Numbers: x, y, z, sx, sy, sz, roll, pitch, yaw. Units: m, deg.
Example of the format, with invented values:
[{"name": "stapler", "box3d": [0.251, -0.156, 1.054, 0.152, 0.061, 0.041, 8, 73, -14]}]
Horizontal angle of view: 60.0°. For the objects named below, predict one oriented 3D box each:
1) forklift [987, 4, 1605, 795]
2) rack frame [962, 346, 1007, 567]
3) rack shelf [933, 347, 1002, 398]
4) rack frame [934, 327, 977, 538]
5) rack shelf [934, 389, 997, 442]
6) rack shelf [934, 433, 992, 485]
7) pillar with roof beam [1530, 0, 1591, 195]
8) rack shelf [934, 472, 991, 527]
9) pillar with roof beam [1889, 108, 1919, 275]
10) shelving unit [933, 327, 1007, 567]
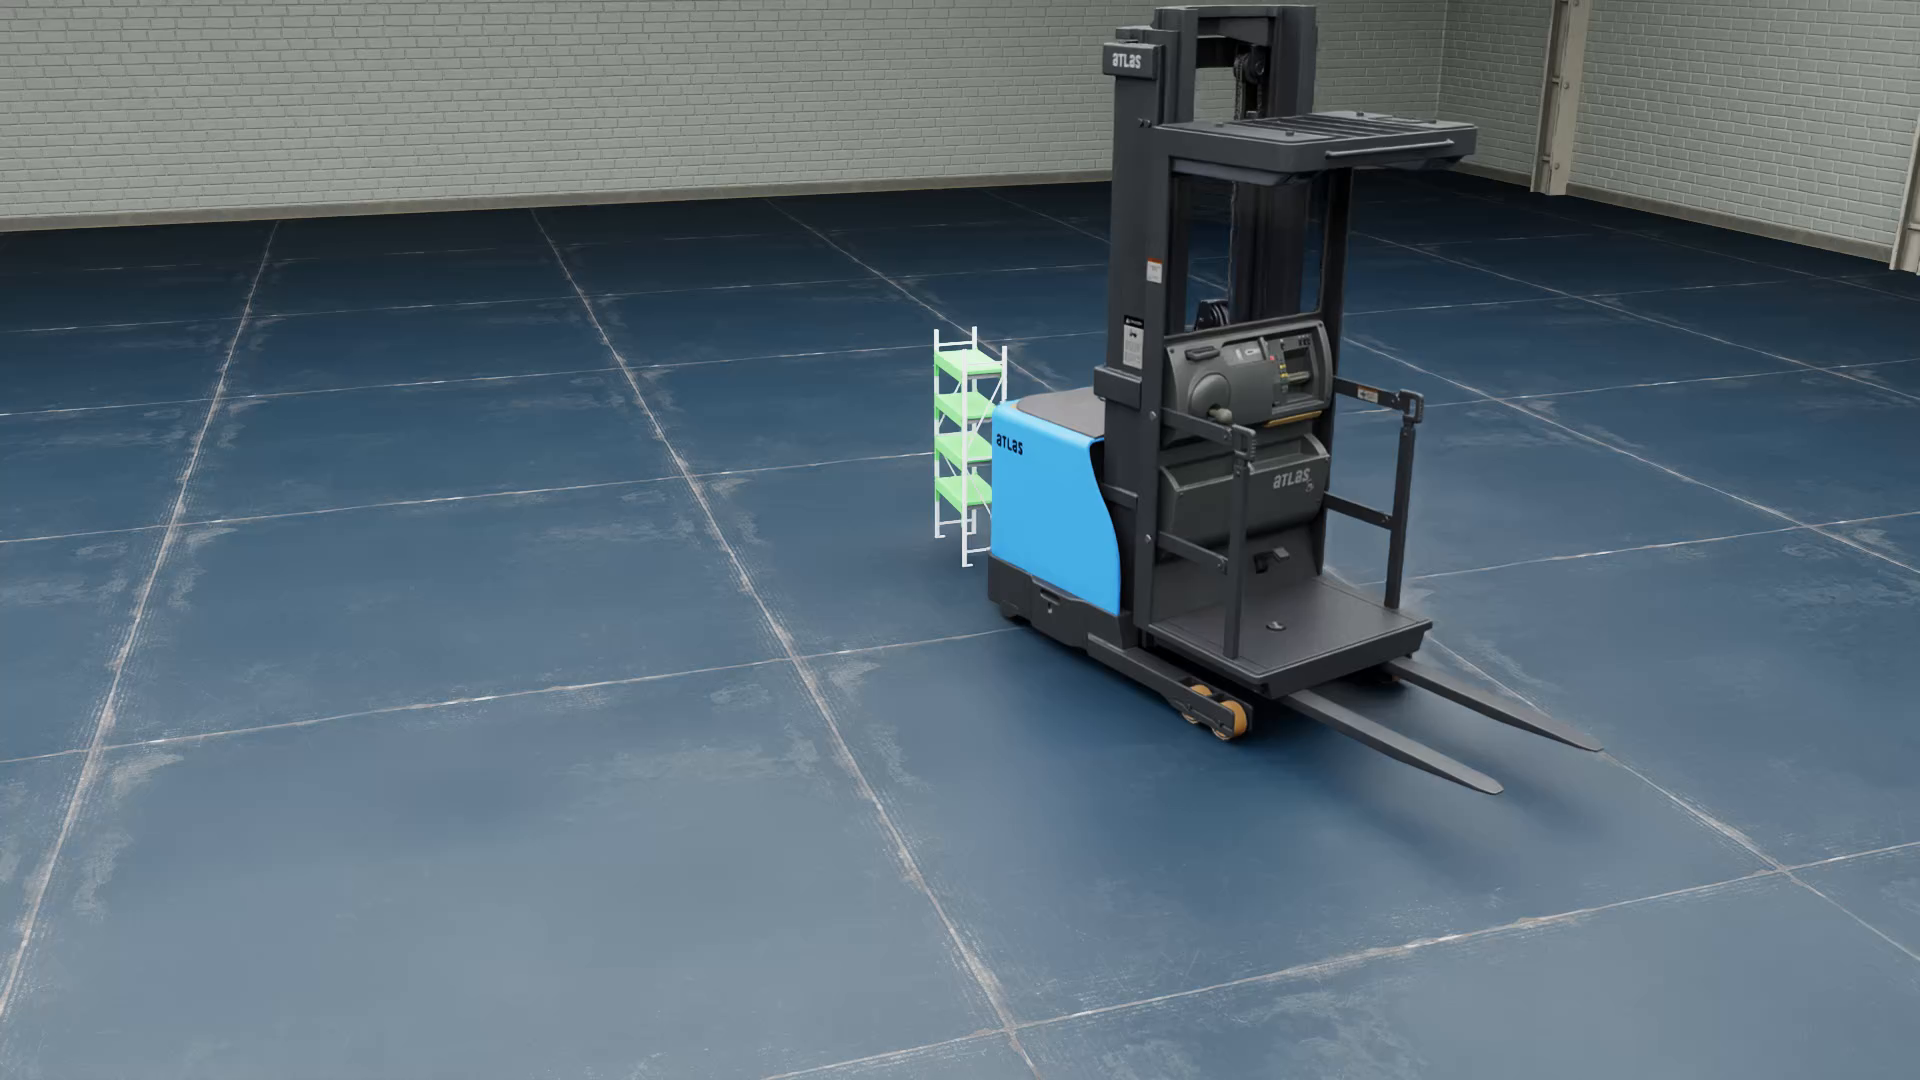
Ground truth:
[{"name": "forklift", "box3d": [1.390, -0.716, 7.073, 1.130, 2.935, 3.031, -13, 24, -32]}, {"name": "rack frame", "box3d": [0.129, -0.433, 8.848, 0.240, 1.200, 0.015, -6, 21, -17]}, {"name": "rack shelf", "box3d": [0.052, -0.903, 8.925, 0.258, 0.148, 0.480, -6, 21, -17]}, {"name": "rack frame", "box3d": [-0.025, -0.590, 9.284, 0.240, 1.200, 0.015, -6, 21, -17]}, {"name": "rack shelf", "box3d": [0.052, -0.677, 9.006, 0.258, 0.148, 0.480, -6, 21, -17]}, {"name": "rack shelf", "box3d": [0.052, -0.451, 9.087, 0.258, 0.148, 0.480, -6, 21, -17]}, {"name": "pillar with roof beam", "box3d": [3.868, -8.469, 19.684, 9.100, 9.000, 0.400, -6, 21, -17]}, {"name": "rack shelf", "box3d": [0.052, -0.226, 9.169, 0.258, 0.148, 0.480, -6, 21, -17]}, {"name": "pillar with roof beam", "box3d": [5.754, -6.544, 14.324, 9.100, 9.000, 0.400, -6, 21, -17]}, {"name": "shelving unit", "box3d": [0.052, -0.512, 9.066, 0.258, 1.200, 0.503, -6, 21, -17]}]
